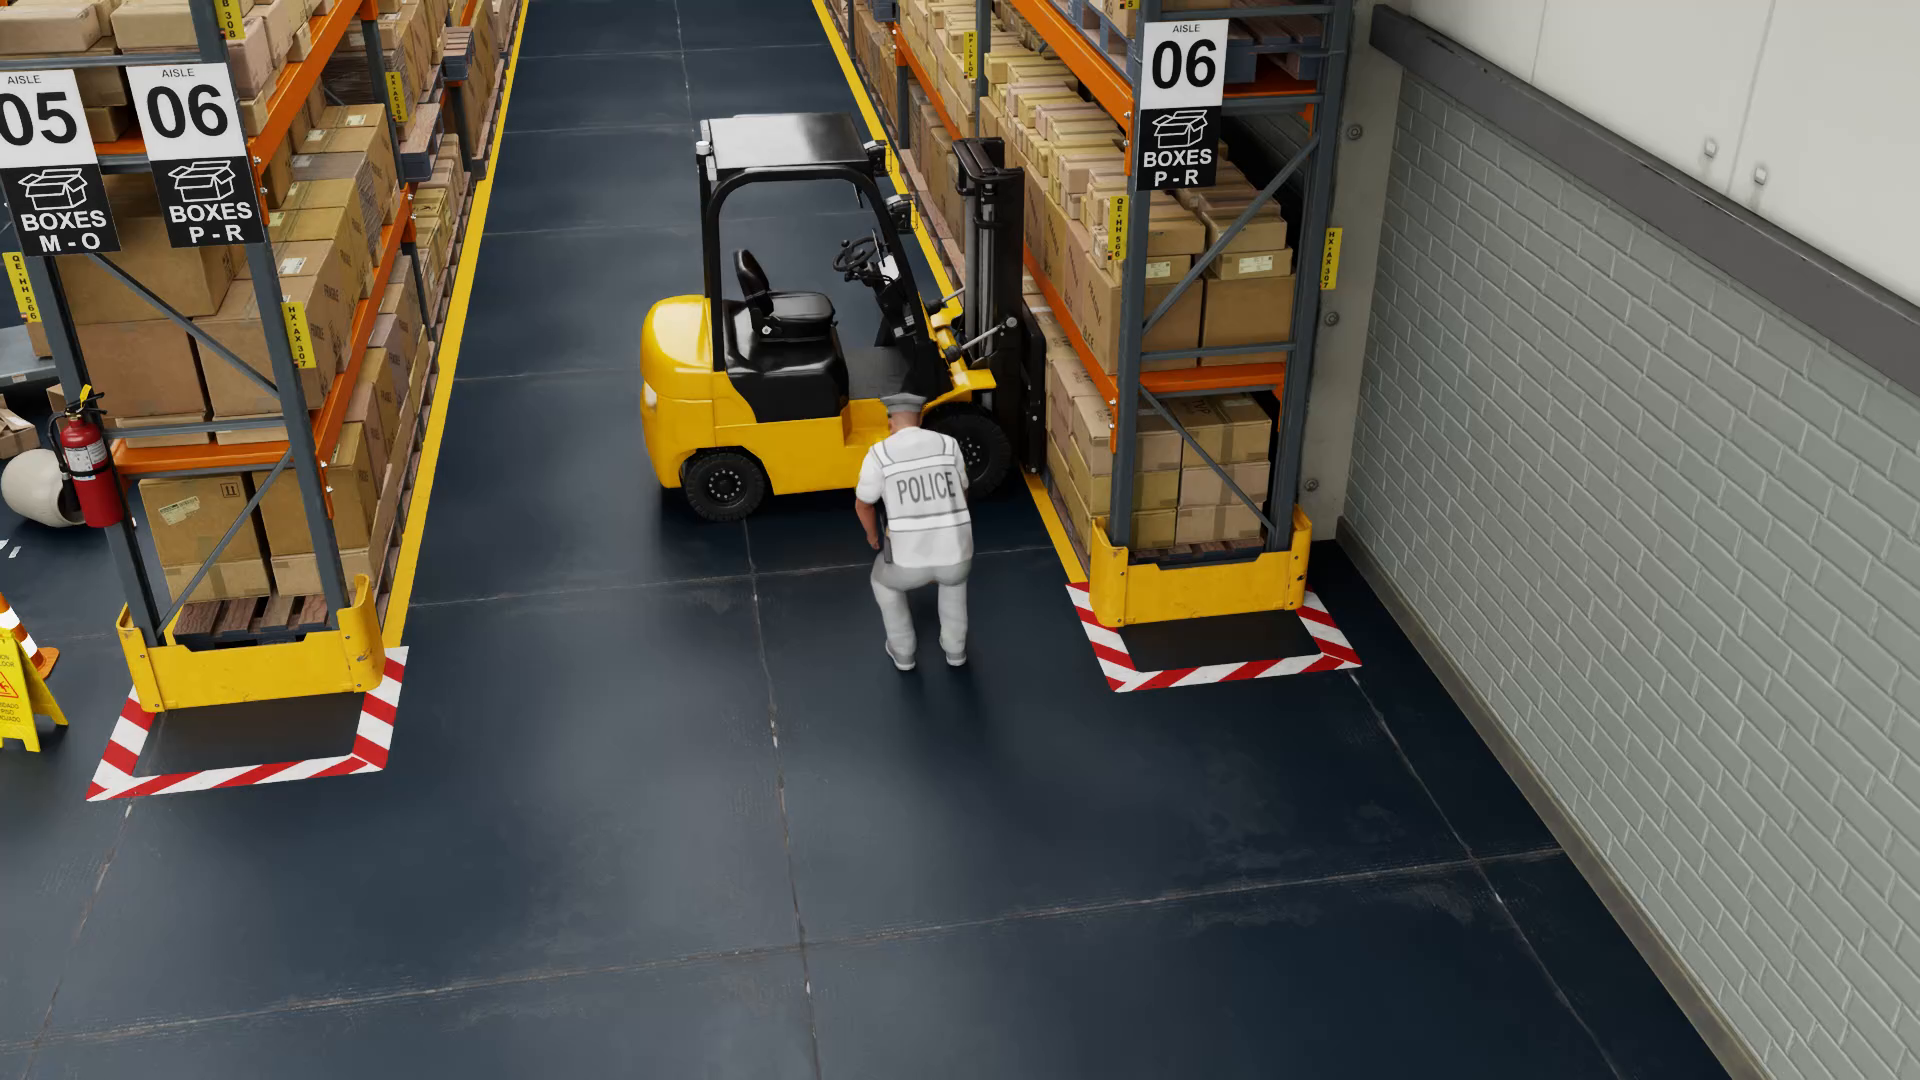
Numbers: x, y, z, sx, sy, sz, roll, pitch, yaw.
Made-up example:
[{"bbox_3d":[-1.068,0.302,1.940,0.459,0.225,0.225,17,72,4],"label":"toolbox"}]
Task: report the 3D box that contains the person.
[{"bbox_3d":[-0.229,-0.023,8.541,0.590,1.383,0.824,-5,31,-9],"label":"person"}]
